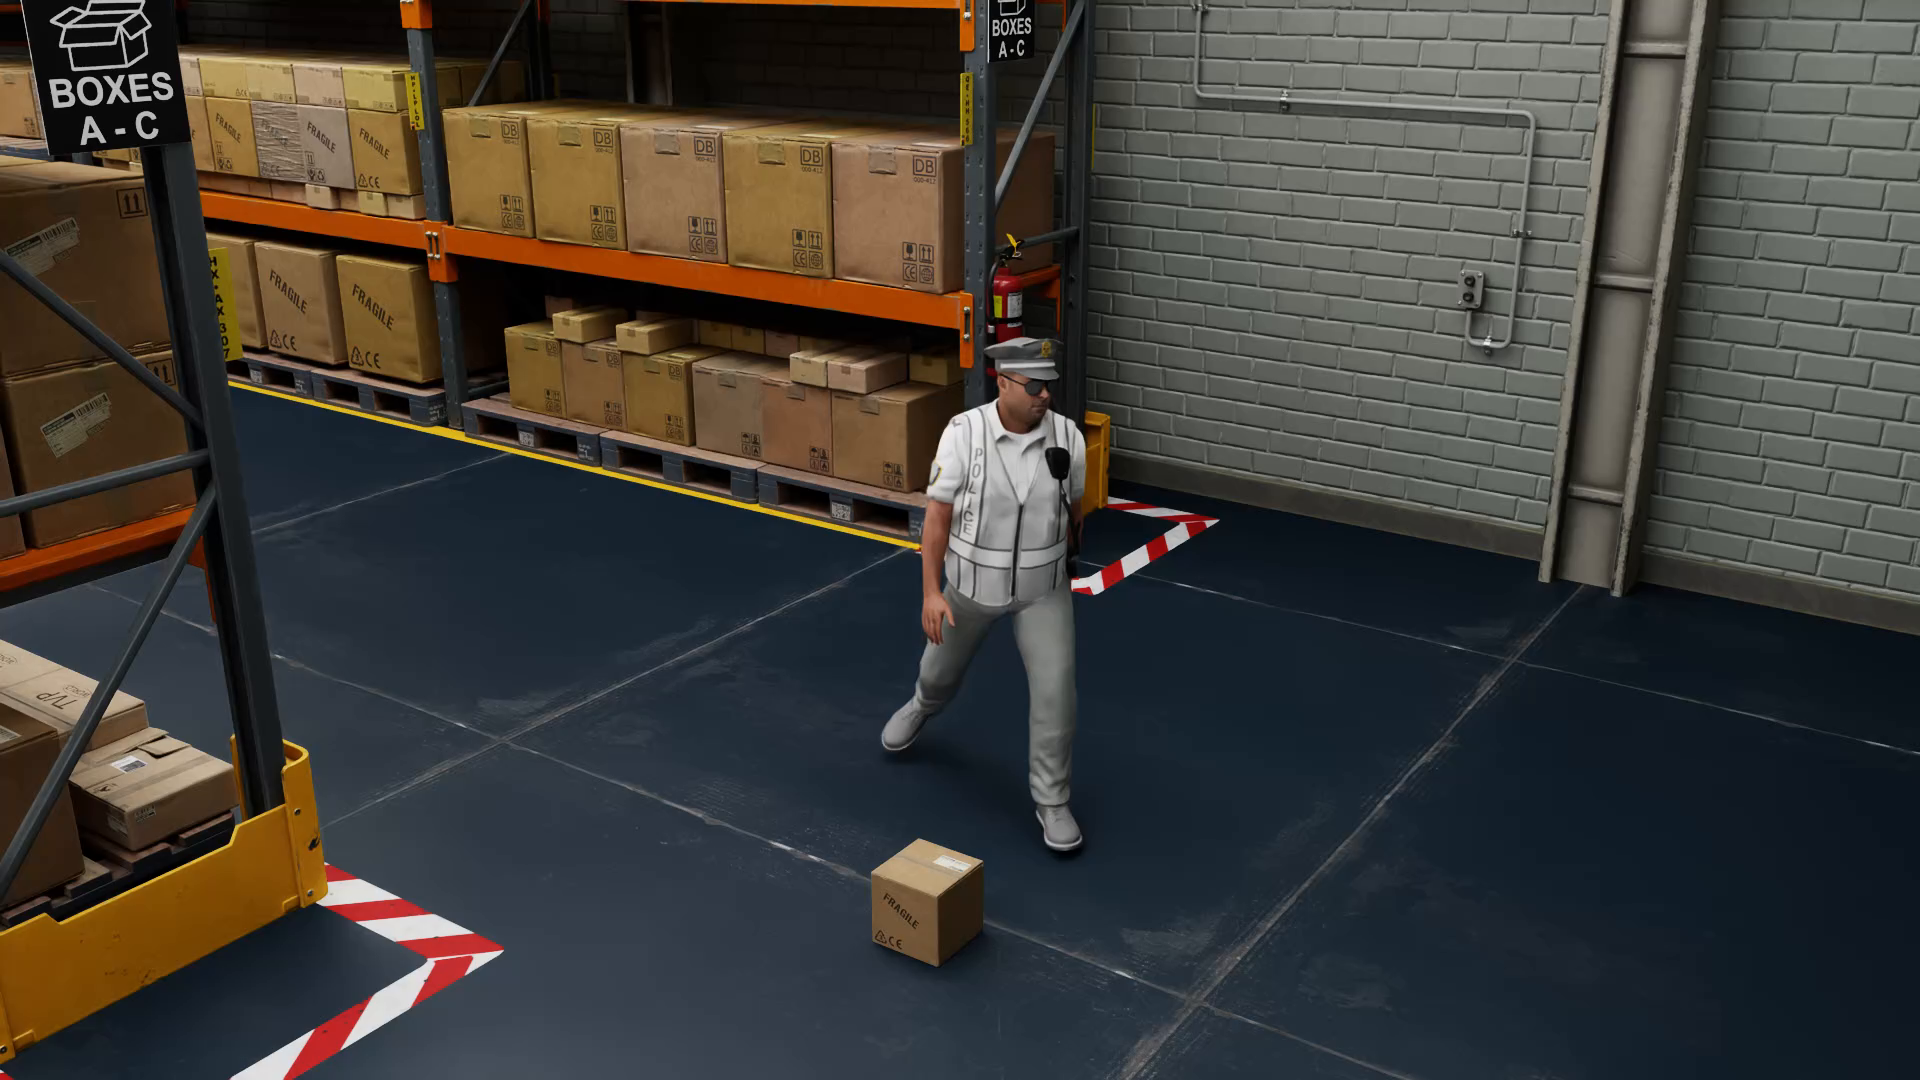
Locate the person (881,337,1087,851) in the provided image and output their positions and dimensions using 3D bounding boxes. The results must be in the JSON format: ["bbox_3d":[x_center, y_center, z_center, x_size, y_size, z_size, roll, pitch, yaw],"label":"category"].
[{"bbox_3d":[0.076,0.109,5.752,0.696,1.719,0.953,-2,20,-4],"label":"person"}]
